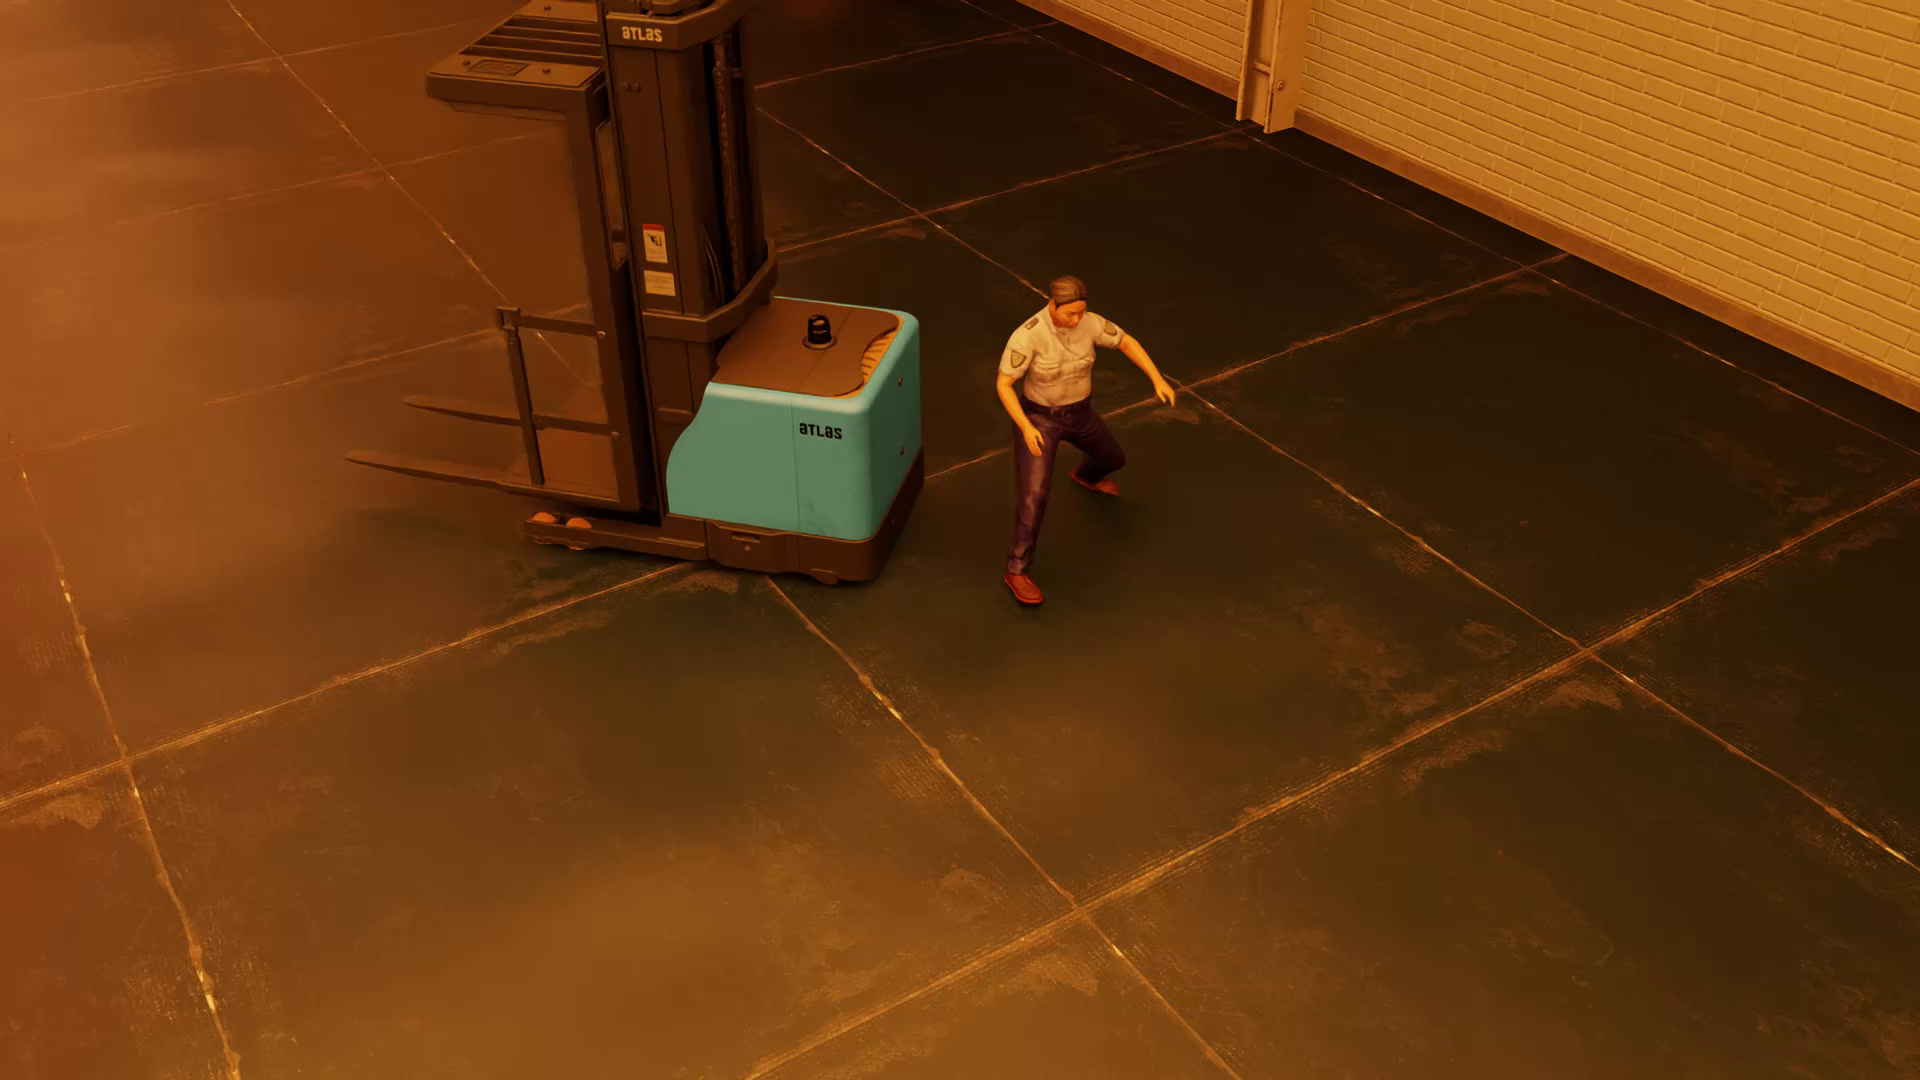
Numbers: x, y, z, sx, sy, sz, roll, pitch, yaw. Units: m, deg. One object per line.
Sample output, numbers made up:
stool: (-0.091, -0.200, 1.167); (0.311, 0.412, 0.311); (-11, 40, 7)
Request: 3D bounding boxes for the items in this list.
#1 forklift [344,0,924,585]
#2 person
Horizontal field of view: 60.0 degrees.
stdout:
forklift: (-1.769, -1.430, 8.183); (3.031, 2.935, 1.130); (8, 36, 12)
person: (0.557, -0.595, 8.300); (1.013, 1.505, 0.941); (-17, 39, -23)
